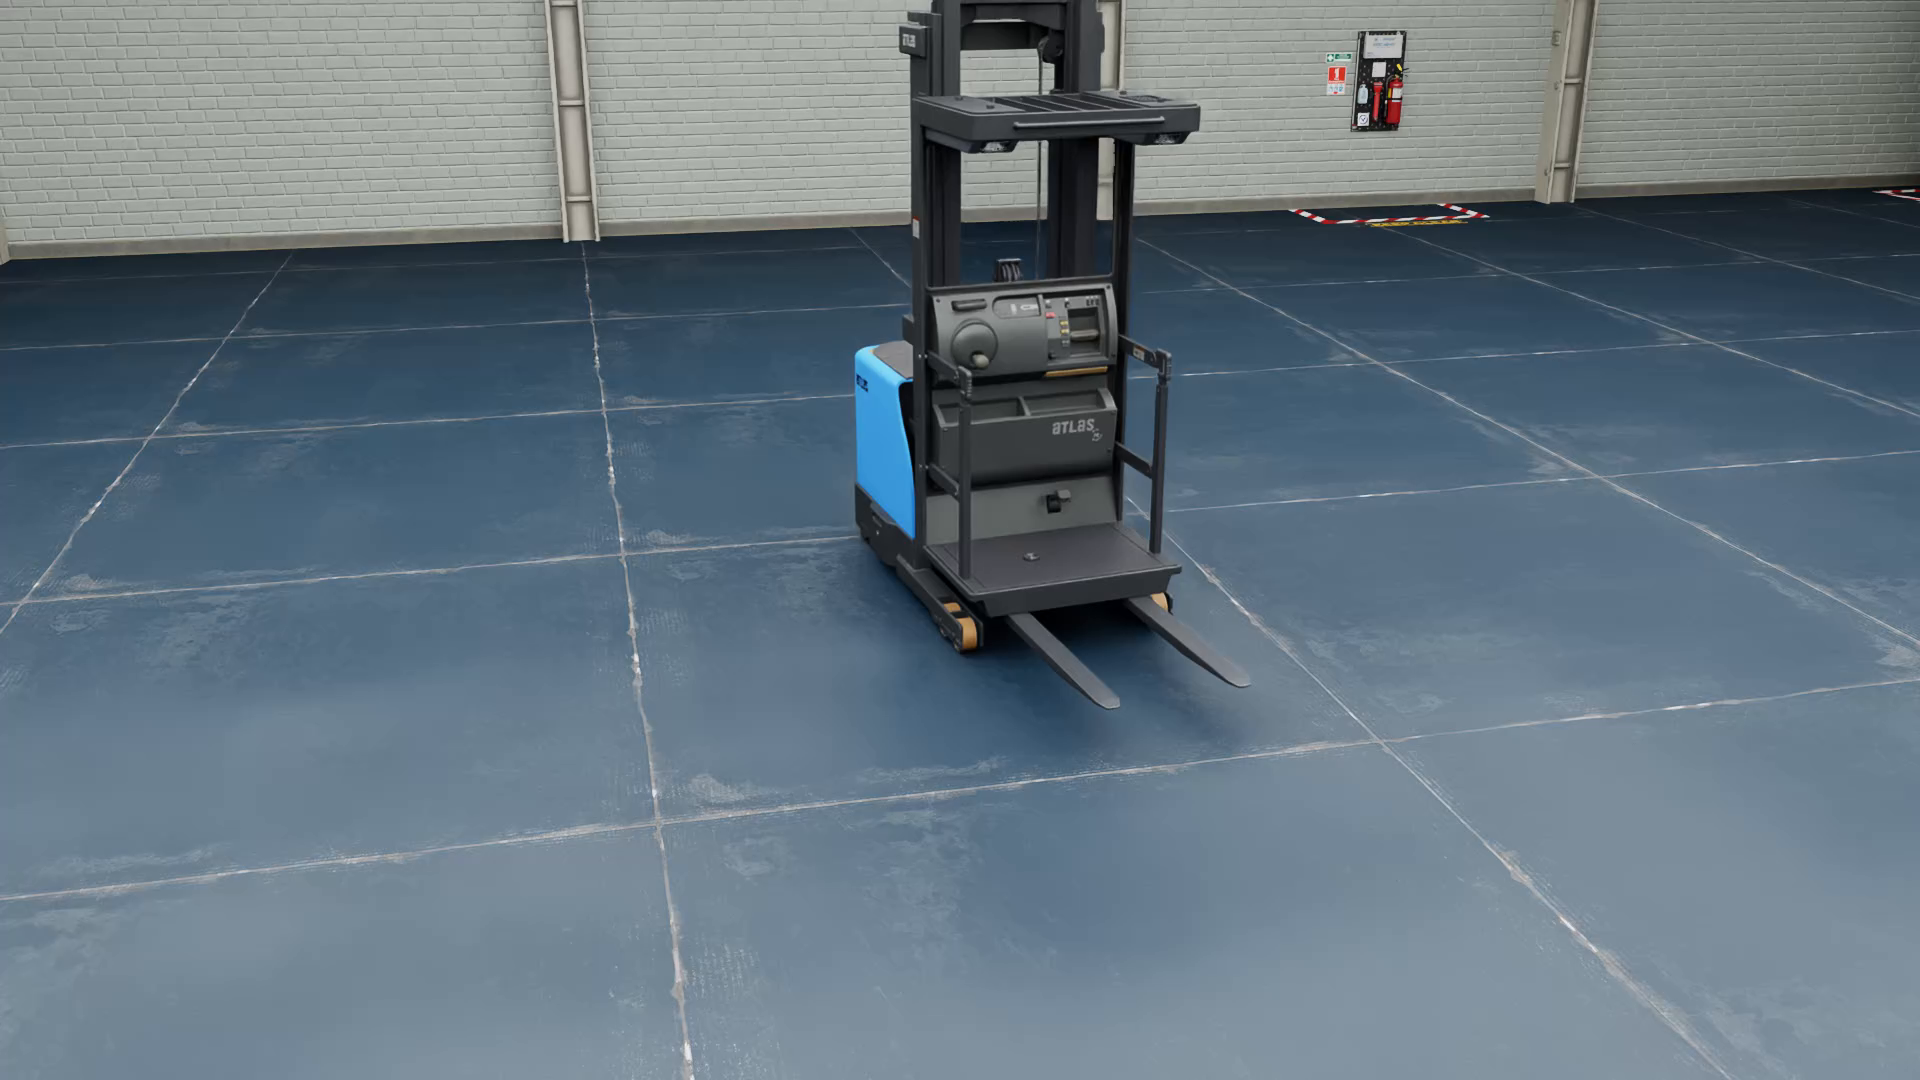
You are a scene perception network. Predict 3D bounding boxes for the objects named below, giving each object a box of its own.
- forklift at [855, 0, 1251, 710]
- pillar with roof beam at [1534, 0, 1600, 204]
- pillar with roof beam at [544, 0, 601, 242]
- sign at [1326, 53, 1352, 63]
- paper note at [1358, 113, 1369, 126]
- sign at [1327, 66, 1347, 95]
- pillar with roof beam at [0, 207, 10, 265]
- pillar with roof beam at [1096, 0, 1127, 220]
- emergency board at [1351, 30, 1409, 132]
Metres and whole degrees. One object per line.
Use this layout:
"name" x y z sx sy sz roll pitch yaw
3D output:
"forklift" 0.395 -1.006 7.799 1.130 2.935 3.031 -7 21 -19
"pillar with roof beam" 8.483 -7.062 15.511 0.400 9.000 9.100 -5 21 -12
"pillar with roof beam" -3.195 -6.113 12.918 0.400 9.000 9.100 -5 21 -12
"sign" 4.523 -5.757 19.848 0.331 0.109 0.001 -5 21 -12
"paper note" 4.891 -5.099 20.154 0.142 0.148 0.016 -5 21 -12
"sign" 4.517 -5.511 19.947 0.234 0.329 0.001 -5 21 -12
"pillar with roof beam" -9.034 -5.638 11.622 0.400 9.000 9.100 -5 21 -12
"pillar with roof beam" 2.644 -6.587 14.215 0.400 9.000 9.100 -5 21 -12
"emergency board" 5.079 -5.504 19.978 0.643 1.169 0.194 -5 21 -12
